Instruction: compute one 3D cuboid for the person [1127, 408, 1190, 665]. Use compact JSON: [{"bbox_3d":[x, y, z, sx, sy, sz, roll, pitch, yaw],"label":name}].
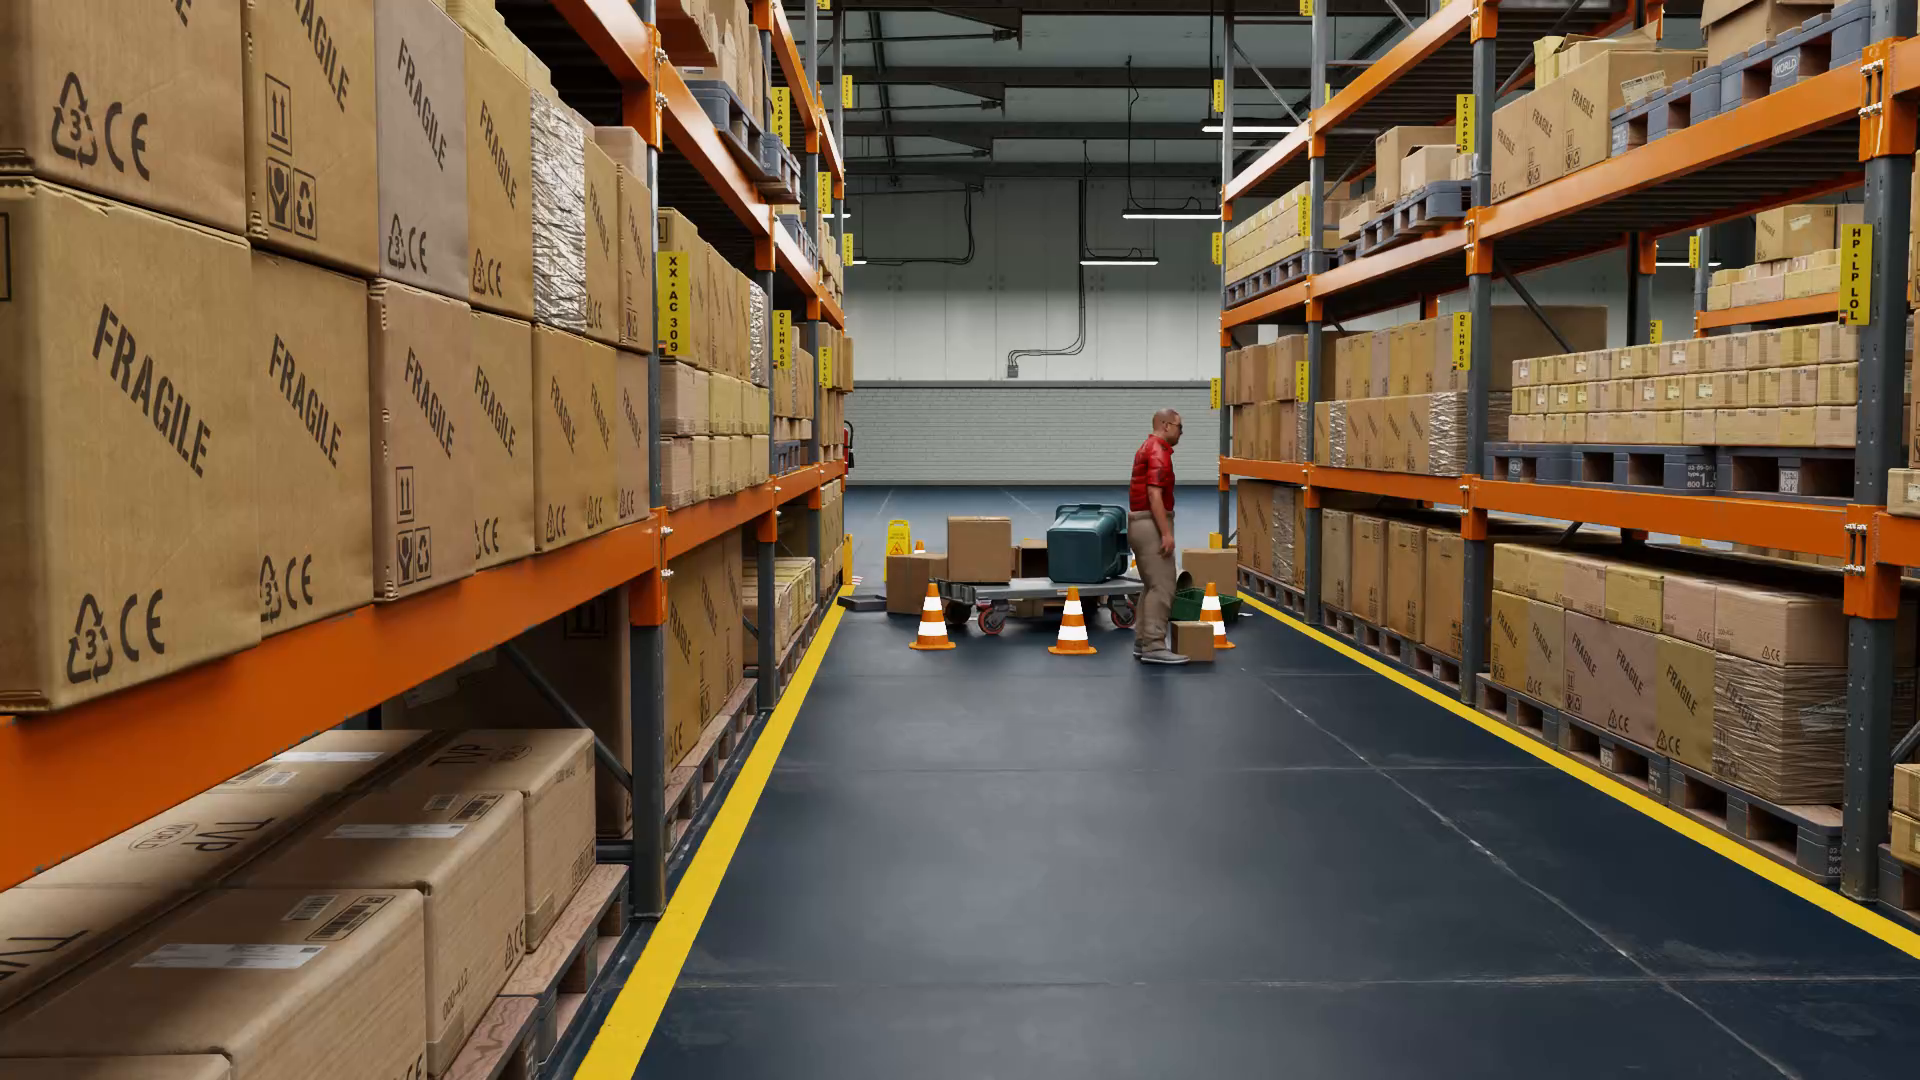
[{"bbox_3d":[1.351,-0.037,11.412,0.390,1.727,0.586,0,4,-2],"label":"person"}]
